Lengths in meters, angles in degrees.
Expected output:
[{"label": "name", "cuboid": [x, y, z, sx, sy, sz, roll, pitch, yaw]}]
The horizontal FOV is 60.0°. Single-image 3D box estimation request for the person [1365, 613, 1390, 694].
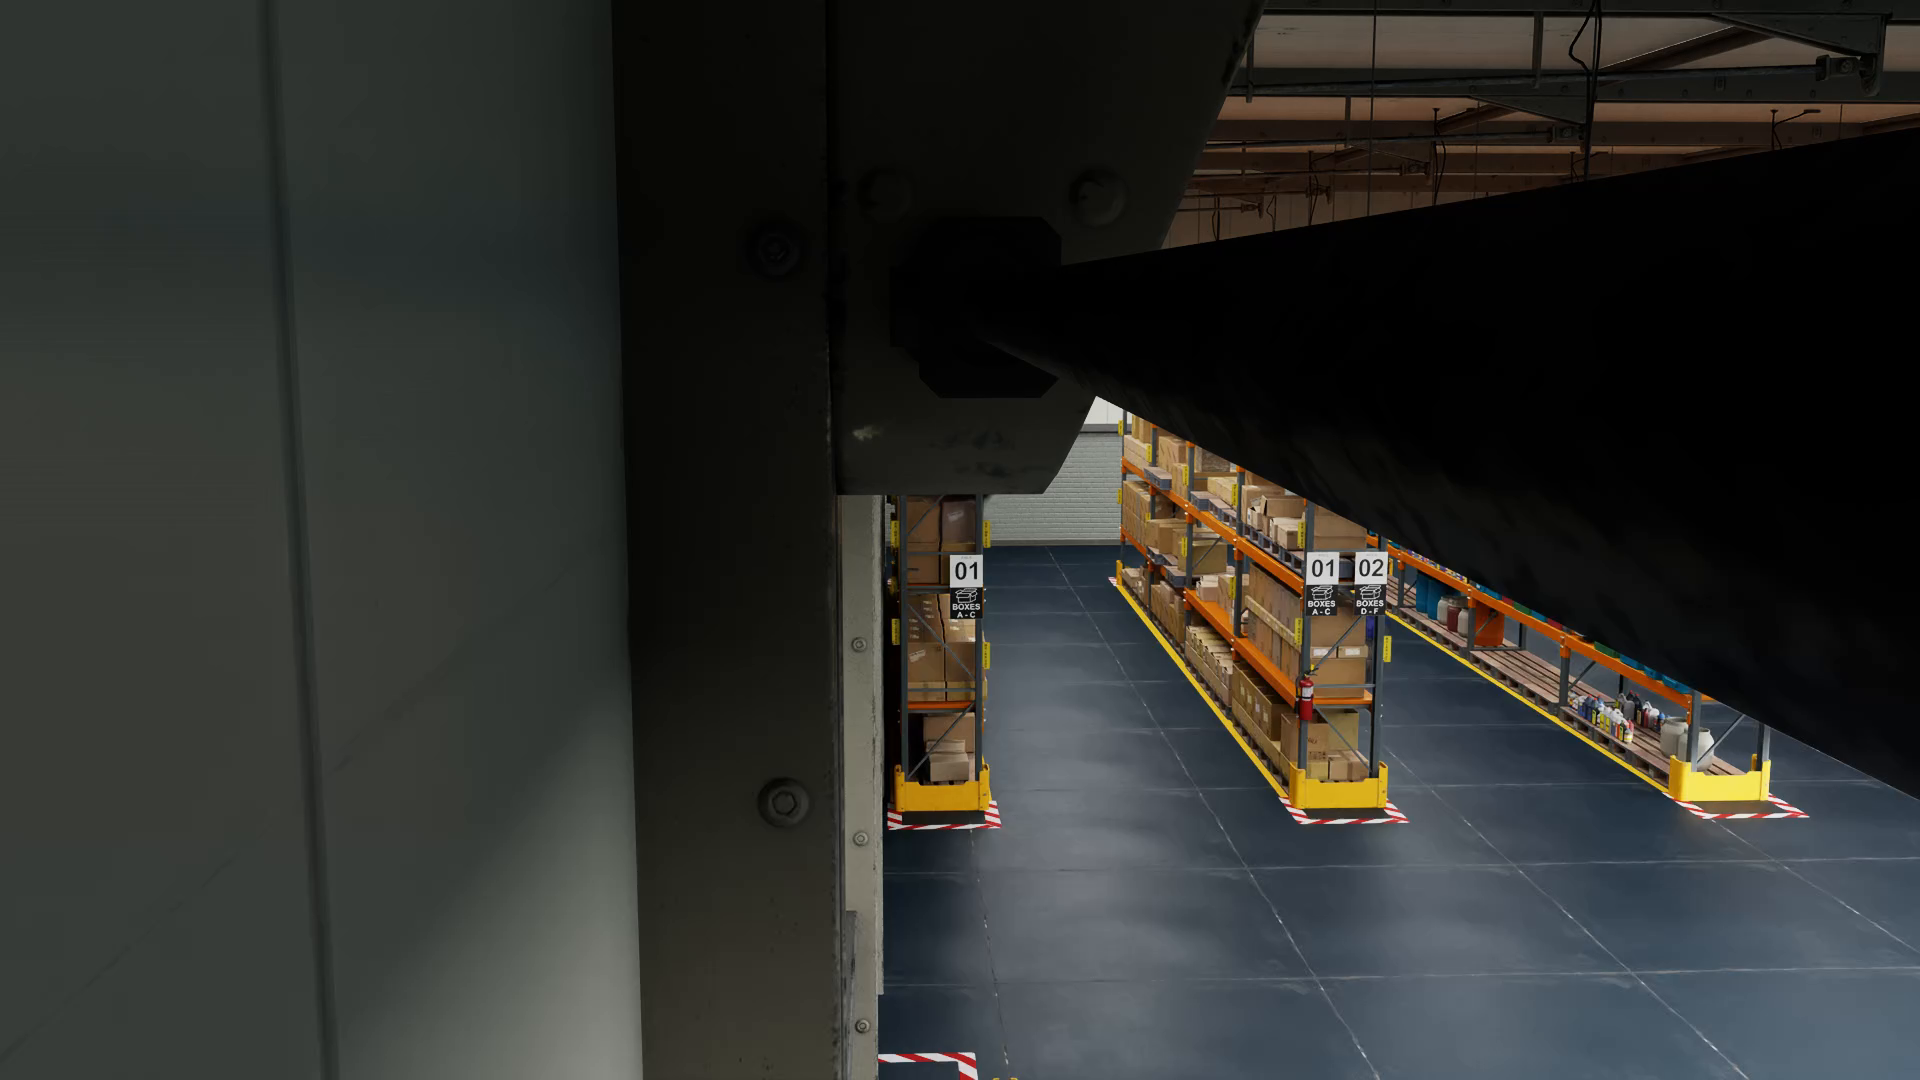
[{"label": "person", "cuboid": [6.530, 1.682, 26.463, 0.563, 1.588, 0.700, -2, 9, -11]}]
